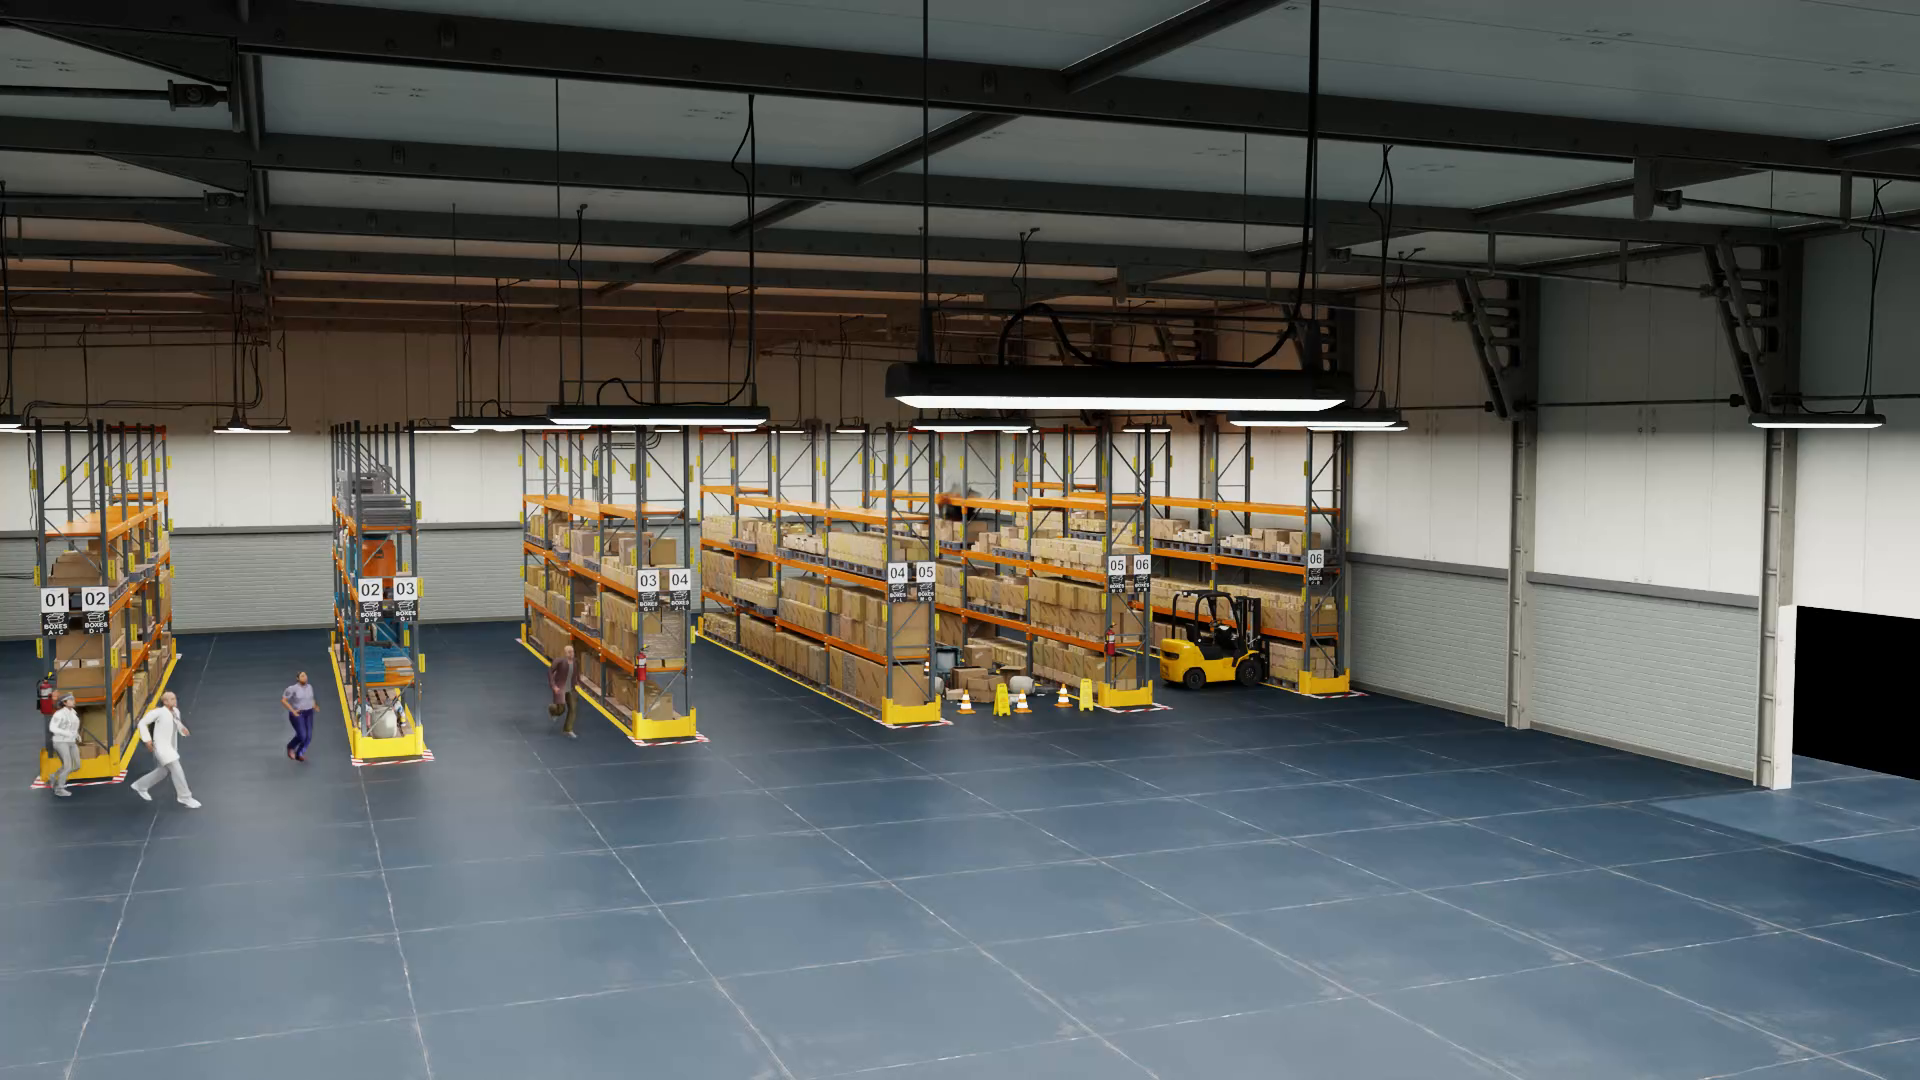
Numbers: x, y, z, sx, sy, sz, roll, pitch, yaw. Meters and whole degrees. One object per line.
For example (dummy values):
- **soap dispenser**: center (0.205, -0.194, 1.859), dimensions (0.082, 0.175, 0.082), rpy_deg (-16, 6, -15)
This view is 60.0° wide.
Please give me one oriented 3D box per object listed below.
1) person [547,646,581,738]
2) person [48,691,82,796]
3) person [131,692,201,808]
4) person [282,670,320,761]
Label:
- **person**: center (-7.589, 2.929, 31.850), dimensions (0.718, 1.669, 0.938), rpy_deg (-3, 5, -42)
- **person**: center (-14.296, 3.248, 26.625), dimensions (0.573, 1.650, 0.652), rpy_deg (1, 4, 9)
- **person**: center (-12.277, 3.229, 25.649), dimensions (1.109, 1.791, 0.729), rpy_deg (0, 4, 6)
- **person**: center (-11.542, 3.093, 29.205), dimensions (0.536, 1.602, 0.581), rpy_deg (2, 4, 32)
